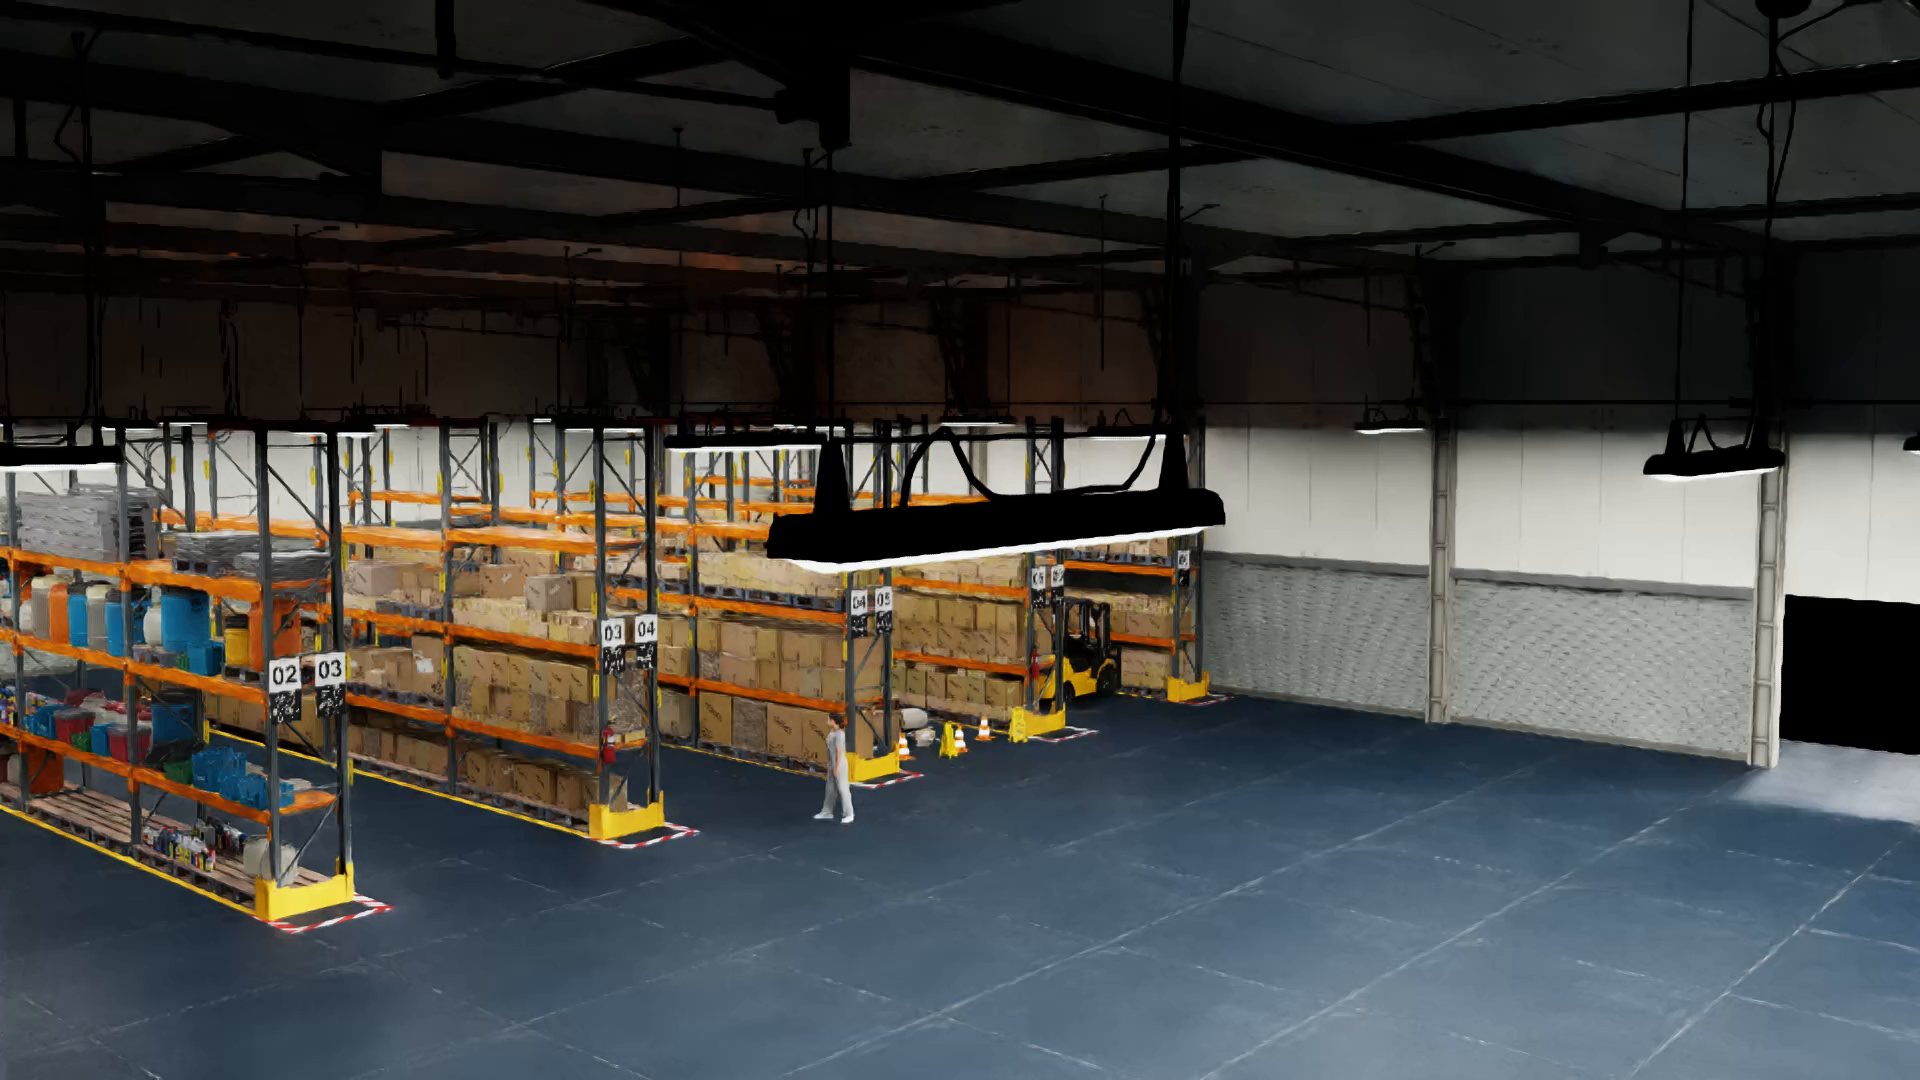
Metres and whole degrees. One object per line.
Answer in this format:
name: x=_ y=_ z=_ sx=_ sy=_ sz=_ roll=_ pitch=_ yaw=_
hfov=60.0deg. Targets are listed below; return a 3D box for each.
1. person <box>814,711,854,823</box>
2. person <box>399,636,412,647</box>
person: x=-1.899 y=3.399 z=25.049 sx=0.569 sy=1.668 sz=0.561 roll=-2 pitch=5 yaw=-22
person: x=-13.968 y=1.999 z=41.961 sx=0.553 sy=1.718 sz=0.699 roll=1 pitch=5 yaw=13
